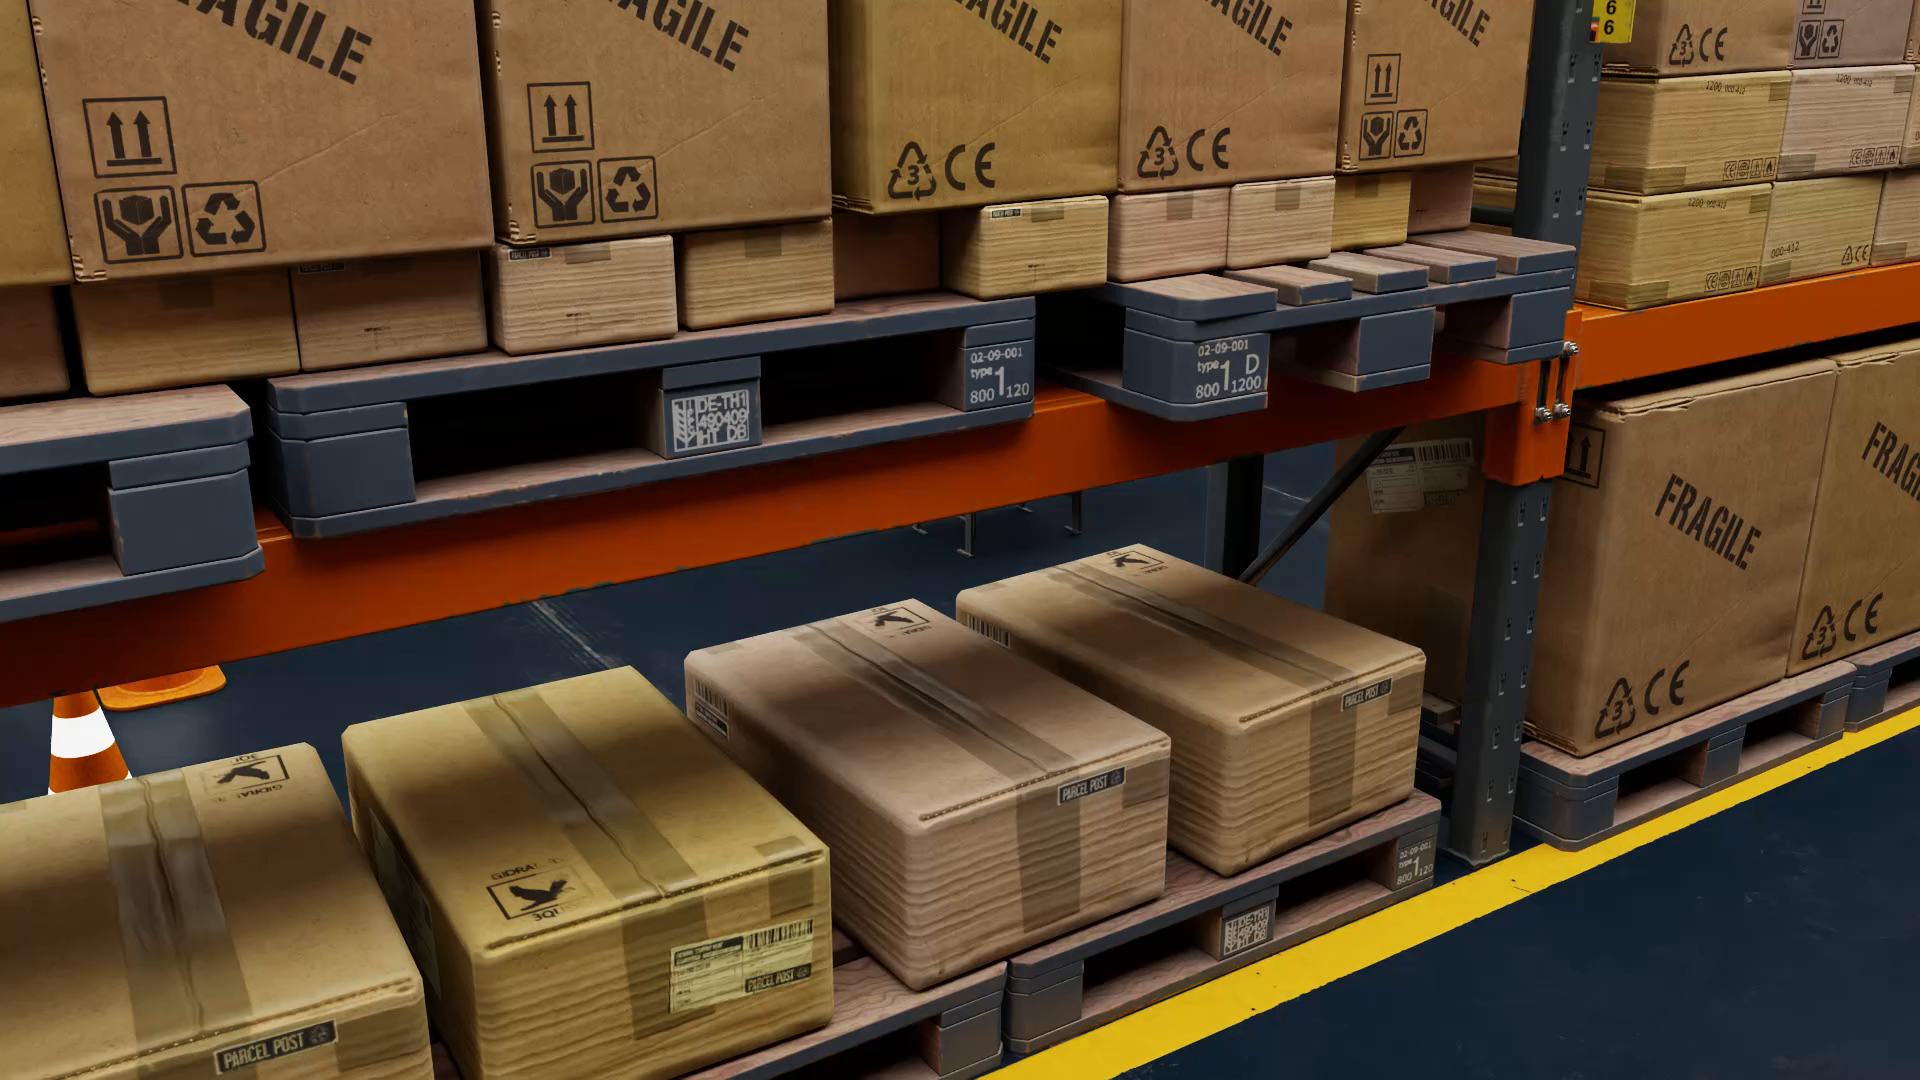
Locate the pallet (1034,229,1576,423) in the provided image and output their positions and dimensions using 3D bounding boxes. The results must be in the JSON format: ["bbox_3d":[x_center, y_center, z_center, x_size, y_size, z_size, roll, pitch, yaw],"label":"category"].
[{"bbox_3d":[0.457,-0.539,3.454,1.003,0.211,1.213,-12,22,-31],"label":"pallet"}]

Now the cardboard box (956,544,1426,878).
[{"bbox_3d":[0.516,0.359,3.946,0.625,0.372,0.950,-14,23,-35],"label":"cardboard box"}]

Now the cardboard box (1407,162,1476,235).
[{"bbox_3d":[0.849,-0.743,3.495,0.250,0.149,0.380,-11,22,-29],"label":"cardboard box"}]

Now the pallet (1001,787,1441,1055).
[{"bbox_3d":[0.340,0.675,3.919,1.213,0.211,1.003,-12,22,-31],"label":"pallet"}]

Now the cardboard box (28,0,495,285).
[{"bbox_3d":[-0.960,-0.644,2.189,0.500,0.500,0.500,-12,22,-32],"label":"cardboard box"}]

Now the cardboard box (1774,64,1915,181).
[{"bbox_3d":[1.984,-1.063,4.160,0.500,0.250,0.500,-11,22,-30],"label":"cardboard box"}]

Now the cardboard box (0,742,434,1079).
[{"bbox_3d":[-1.312,0.746,2.801,0.625,0.372,0.950,-10,21,-28],"label":"cardboard box"}]

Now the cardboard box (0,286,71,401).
[{"bbox_3d":[-1.304,-0.284,2.137,0.250,0.149,0.380,-10,21,-28],"label":"cardboard box"}]

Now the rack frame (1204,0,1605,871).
[{"bbox_3d":[0.993,-0.784,3.879,0.127,3.000,1.000,-12,22,-31],"label":"rack frame"}]

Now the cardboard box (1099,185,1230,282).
[{"bbox_3d":[0.264,-0.578,3.006,0.250,0.149,0.380,-13,23,-34],"label":"cardboard box"}]

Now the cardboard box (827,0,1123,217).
[{"bbox_3d":[-0.080,-0.833,2.749,0.500,0.500,0.500,-14,23,-35],"label":"cardboard box"}]

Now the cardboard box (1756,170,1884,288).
[{"bbox_3d":[1.959,-0.827,4.240,0.500,0.250,0.500,-13,22,-33],"label":"cardboard box"}]

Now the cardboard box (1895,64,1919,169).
[{"bbox_3d":[2.408,-1.148,4.410,0.500,0.250,0.500,-12,22,-32],"label":"cardboard box"}]

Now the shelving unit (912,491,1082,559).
[{"bbox_3d":[0.138,-1.024,5.995,0.503,2.100,0.431,-12,22,-31],"label":"shelving unit"}]

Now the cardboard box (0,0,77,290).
[{"bbox_3d":[-1.380,-0.560,1.943,0.500,0.500,0.500,-12,22,-31],"label":"cardboard box"}]

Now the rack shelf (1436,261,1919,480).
[{"bbox_3d":[2.664,-0.795,5.036,4.000,0.370,1.077,-12,22,-31],"label":"rack shelf"}]

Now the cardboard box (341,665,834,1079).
[{"bbox_3d":[-0.733,0.623,3.165,0.625,0.372,0.950,-11,22,-30],"label":"cardboard box"}]

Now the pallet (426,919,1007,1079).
[{"bbox_3d":[-0.678,0.888,3.288,1.213,0.211,1.003,-12,22,-31],"label":"pallet"}]

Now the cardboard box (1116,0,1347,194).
[{"bbox_3d":[0.341,-0.922,3.013,0.500,0.500,0.500,-12,22,-32],"label":"cardboard box"}]

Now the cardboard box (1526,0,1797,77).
[{"bbox_3d":[1.540,-1.326,3.766,0.500,0.500,0.500,-13,22,-33],"label":"cardboard box"}]

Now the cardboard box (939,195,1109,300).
[{"bbox_3d":[0.042,-0.525,2.852,0.250,0.149,0.380,-11,22,-30],"label":"cardboard box"}]

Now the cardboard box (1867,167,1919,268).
[{"bbox_3d":[2.401,-0.917,4.509,0.500,0.250,0.500,-11,22,-30],"label":"cardboard box"}]

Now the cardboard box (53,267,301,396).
[{"bbox_3d":[-1.066,-0.318,2.238,0.250,0.149,0.380,-12,22,-31],"label":"cardboard box"}]

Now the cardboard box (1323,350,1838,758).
[{"bbox_3d":[1.616,-0.075,4.446,0.875,0.875,0.875,-12,22,-32],"label":"cardboard box"}]

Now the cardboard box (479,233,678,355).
[{"bbox_3d":[-0.608,-0.394,2.463,0.250,0.149,0.380,-11,22,-29],"label":"cardboard box"}]

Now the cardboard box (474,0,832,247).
[{"bbox_3d":[-0.537,-0.737,2.466,0.500,0.500,0.500,-13,23,-34],"label":"cardboard box"}]

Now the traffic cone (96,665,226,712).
[{"bbox_3d":[-2.390,0.211,4.897,0.334,0.463,0.336,-12,22,-31],"label":"traffic cone"}]

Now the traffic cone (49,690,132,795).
[{"bbox_3d":[-2.082,0.530,3.955,0.334,0.463,0.336,-12,22,-31],"label":"traffic cone"}]

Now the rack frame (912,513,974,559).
[{"bbox_3d":[-0.066,-0.981,5.868,0.015,2.100,0.400,-12,22,-31],"label":"rack frame"}]

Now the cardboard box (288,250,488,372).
[{"bbox_3d":[-0.859,-0.361,2.365,0.250,0.149,0.380,-12,22,-31],"label":"cardboard box"}]

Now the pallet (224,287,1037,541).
[{"bbox_3d":[-0.638,-0.333,2.846,1.213,0.211,1.003,-12,22,-31],"label":"pallet"}]

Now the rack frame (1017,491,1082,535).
[{"bbox_3d":[0.342,-1.067,6.122,0.015,2.100,0.400,-12,22,-31],"label":"rack frame"}]

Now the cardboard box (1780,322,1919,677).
[{"bbox_3d":[2.363,-0.231,4.907,0.875,0.875,0.875,-12,22,-31],"label":"cardboard box"}]

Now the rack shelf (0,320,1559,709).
[{"bbox_3d":[-0.677,-0.090,2.952,4.000,0.370,1.077,-12,22,-31],"label":"rack shelf"}]

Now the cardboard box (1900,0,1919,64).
[{"bbox_3d":[2.389,-1.503,4.290,0.500,0.500,0.500,-11,22,-30],"label":"cardboard box"}]

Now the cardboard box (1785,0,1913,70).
[{"bbox_3d":[1.949,-1.416,4.032,0.500,0.500,0.500,-12,22,-31],"label":"cardboard box"}]

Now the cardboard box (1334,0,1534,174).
[{"bbox_3d":[0.766,-1.016,3.291,0.500,0.500,0.500,-13,22,-33],"label":"cardboard box"}]

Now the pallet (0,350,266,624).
[{"bbox_3d":[-1.629,-0.084,2.109,1.213,0.211,1.003,-12,22,-31],"label":"pallet"}]

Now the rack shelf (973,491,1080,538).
[{"bbox_3d":[0.138,-0.348,6.223,0.480,0.518,0.431,-12,22,-31],"label":"rack shelf"}]

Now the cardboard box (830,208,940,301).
[{"bbox_3d":[-0.237,-0.515,2.821,0.250,0.149,0.380,-12,22,-31],"label":"cardboard box"}]

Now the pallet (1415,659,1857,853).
[{"bbox_3d":[1.693,0.419,4.677,1.213,0.211,1.003,-12,22,-31],"label":"pallet"}]

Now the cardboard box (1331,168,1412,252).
[{"bbox_3d":[0.665,-0.676,3.298,0.250,0.149,0.380,-12,22,-31],"label":"cardboard box"}]

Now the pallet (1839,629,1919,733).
[{"bbox_3d":[2.711,0.205,5.308,1.213,0.211,1.003,-12,22,-31],"label":"pallet"}]

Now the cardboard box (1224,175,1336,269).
[{"bbox_3d":[0.479,-0.620,3.131,0.250,0.149,0.380,-12,22,-32],"label":"cardboard box"}]

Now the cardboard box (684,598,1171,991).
[{"bbox_3d":[-0.096,0.491,3.555,0.625,0.372,0.950,-12,22,-32],"label":"cardboard box"}]

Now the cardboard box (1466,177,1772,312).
[{"bbox_3d":[1.540,-0.731,3.959,0.500,0.250,0.500,-12,22,-32],"label":"cardboard box"}]

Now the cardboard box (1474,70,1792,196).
[{"bbox_3d":[1.552,-0.973,3.891,0.500,0.250,0.500,-12,22,-32],"label":"cardboard box"}]

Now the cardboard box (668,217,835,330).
[{"bbox_3d":[-0.402,-0.449,2.625,0.250,0.149,0.380,-13,22,-33],"label":"cardboard box"}]

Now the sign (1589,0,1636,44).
[{"bbox_3d":[1.300,-1.151,3.282,0.005,0.325,0.100,-12,22,-31],"label":"sign"}]
